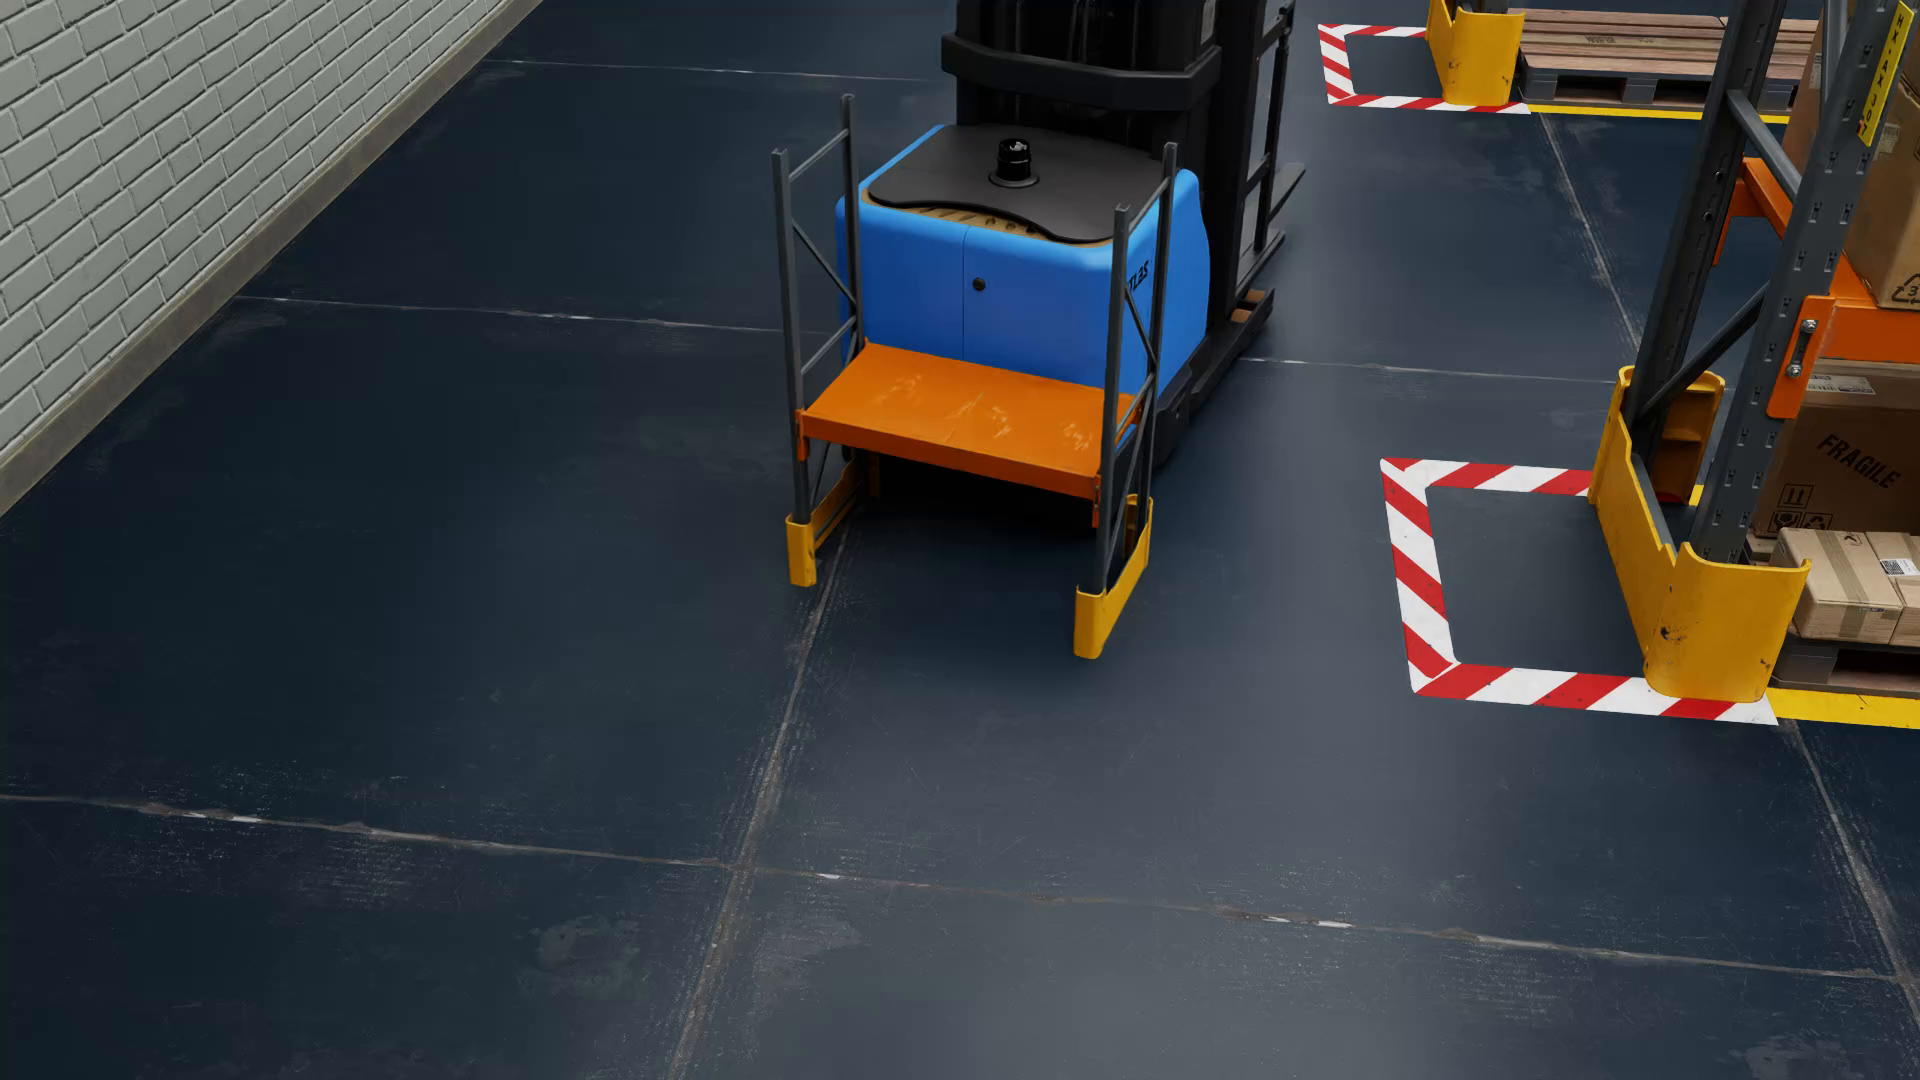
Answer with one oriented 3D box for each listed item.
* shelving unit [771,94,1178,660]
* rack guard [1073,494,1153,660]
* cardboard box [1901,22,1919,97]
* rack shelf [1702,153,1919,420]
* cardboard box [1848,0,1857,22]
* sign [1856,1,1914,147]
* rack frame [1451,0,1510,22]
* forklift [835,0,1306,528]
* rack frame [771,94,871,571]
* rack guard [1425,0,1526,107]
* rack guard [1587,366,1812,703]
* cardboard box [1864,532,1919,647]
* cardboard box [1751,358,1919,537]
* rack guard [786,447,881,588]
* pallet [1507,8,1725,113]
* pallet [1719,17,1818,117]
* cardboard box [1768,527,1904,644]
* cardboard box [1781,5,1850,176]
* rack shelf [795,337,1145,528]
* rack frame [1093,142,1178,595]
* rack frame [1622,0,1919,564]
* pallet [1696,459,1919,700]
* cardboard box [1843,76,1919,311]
[{"bbox_3d":[0.036,-0.506,5.167,1.083,1.500,0.587,13,38,18],"label":"shelving unit"},{"bbox_3d":[0.498,0.112,5.378,0.087,0.250,0.587,13,38,18],"label":"rack guard"},{"bbox_3d":[2.690,-1.338,4.096,0.500,0.500,0.500,5,36,7],"label":"cardboard box"},{"bbox_3d":[4.267,-0.634,4.676,4.000,0.370,1.077,4,36,6],"label":"rack shelf"},{"bbox_3d":[2.759,-1.648,4.531,0.500,0.500,0.500,4,36,6],"label":"cardboard box"},{"bbox_3d":[2.214,-1.115,3.985,0.005,0.325,0.100,4,36,6],"label":"sign"},{"bbox_3d":[2.918,-3.929,8.673,0.127,3.000,1.000,4,36,6],"label":"rack frame"},{"bbox_3d":[0.666,-2.079,6.140,1.130,2.935,3.031,16,38,21],"label":"forklift"},{"bbox_3d":[-0.427,-0.614,5.320,0.032,1.500,0.500,13,38,18],"label":"rack frame"},{"bbox_3d":[2.892,-2.906,9.391,0.348,0.500,1.175,4,36,6],"label":"rack guard"},{"bbox_3d":[2.358,-0.052,5.393,0.348,0.500,1.175,4,36,6],"label":"rack guard"},{"bbox_3d":[2.903,0.147,5.023,0.250,0.166,0.380,4,36,6],"label":"cardboard box"},{"bbox_3d":[2.854,-0.338,5.415,0.500,0.500,0.500,4,36,6],"label":"cardboard box"},{"bbox_3d":[-0.425,-0.105,5.682,0.087,0.250,0.587,13,38,18],"label":"rack guard"},{"bbox_3d":[3.731,-2.711,9.366,1.213,0.211,1.003,4,36,6],"label":"pallet"},{"bbox_3d":[4.937,-2.619,9.238,1.213,0.211,1.003,4,36,6],"label":"pallet"},{"bbox_3d":[2.655,0.135,5.054,0.250,0.149,0.380,4,36,6],"label":"cardboard box"},{"bbox_3d":[2.762,-1.240,4.819,0.500,0.500,0.500,5,36,7],"label":"cardboard box"},{"bbox_3d":[0.045,-0.357,5.269,1.000,0.185,0.538,13,38,18],"label":"rack shelf"},{"bbox_3d":[0.516,-0.393,5.009,0.032,1.500,0.500,13,38,18],"label":"rack frame"},{"bbox_3d":[2.283,-1.075,4.674,0.127,3.000,1.000,4,36,6],"label":"rack frame"},{"bbox_3d":[3.149,0.124,5.395,1.213,0.211,1.003,4,36,6],"label":"pallet"},{"bbox_3d":[2.690,-0.931,4.386,0.500,0.500,0.500,5,36,7],"label":"cardboard box"}]
